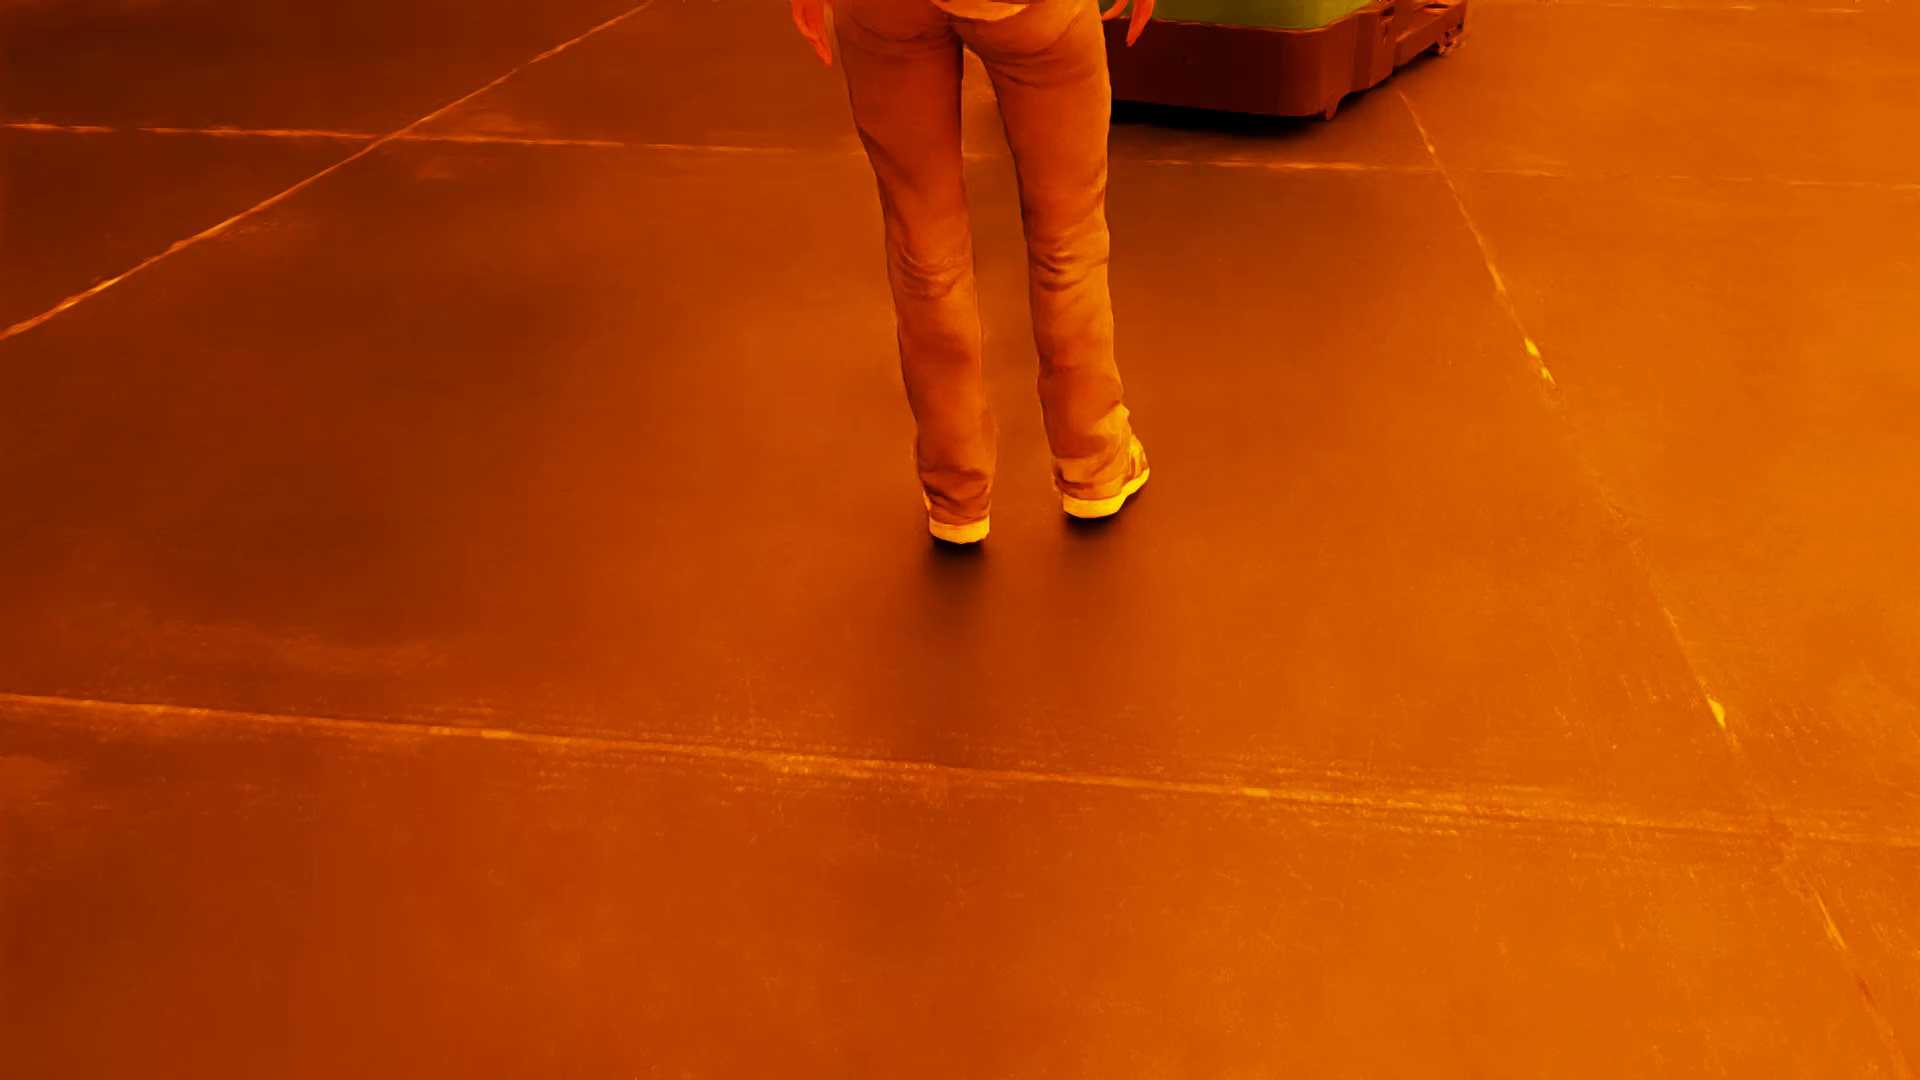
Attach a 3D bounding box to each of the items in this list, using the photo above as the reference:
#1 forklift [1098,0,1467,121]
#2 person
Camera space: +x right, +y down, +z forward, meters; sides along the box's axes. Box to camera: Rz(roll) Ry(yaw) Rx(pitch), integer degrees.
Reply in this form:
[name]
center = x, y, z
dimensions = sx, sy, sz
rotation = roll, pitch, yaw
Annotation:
[forklift]
center = 1.228, -3.152, 5.535
dimensions = 1.130, 2.935, 3.031
rotation = 13, 29, 24
[person]
center = 0.024, -0.753, 2.205
dimensions = 0.521, 1.597, 0.474
rotation = 3, 27, 7
